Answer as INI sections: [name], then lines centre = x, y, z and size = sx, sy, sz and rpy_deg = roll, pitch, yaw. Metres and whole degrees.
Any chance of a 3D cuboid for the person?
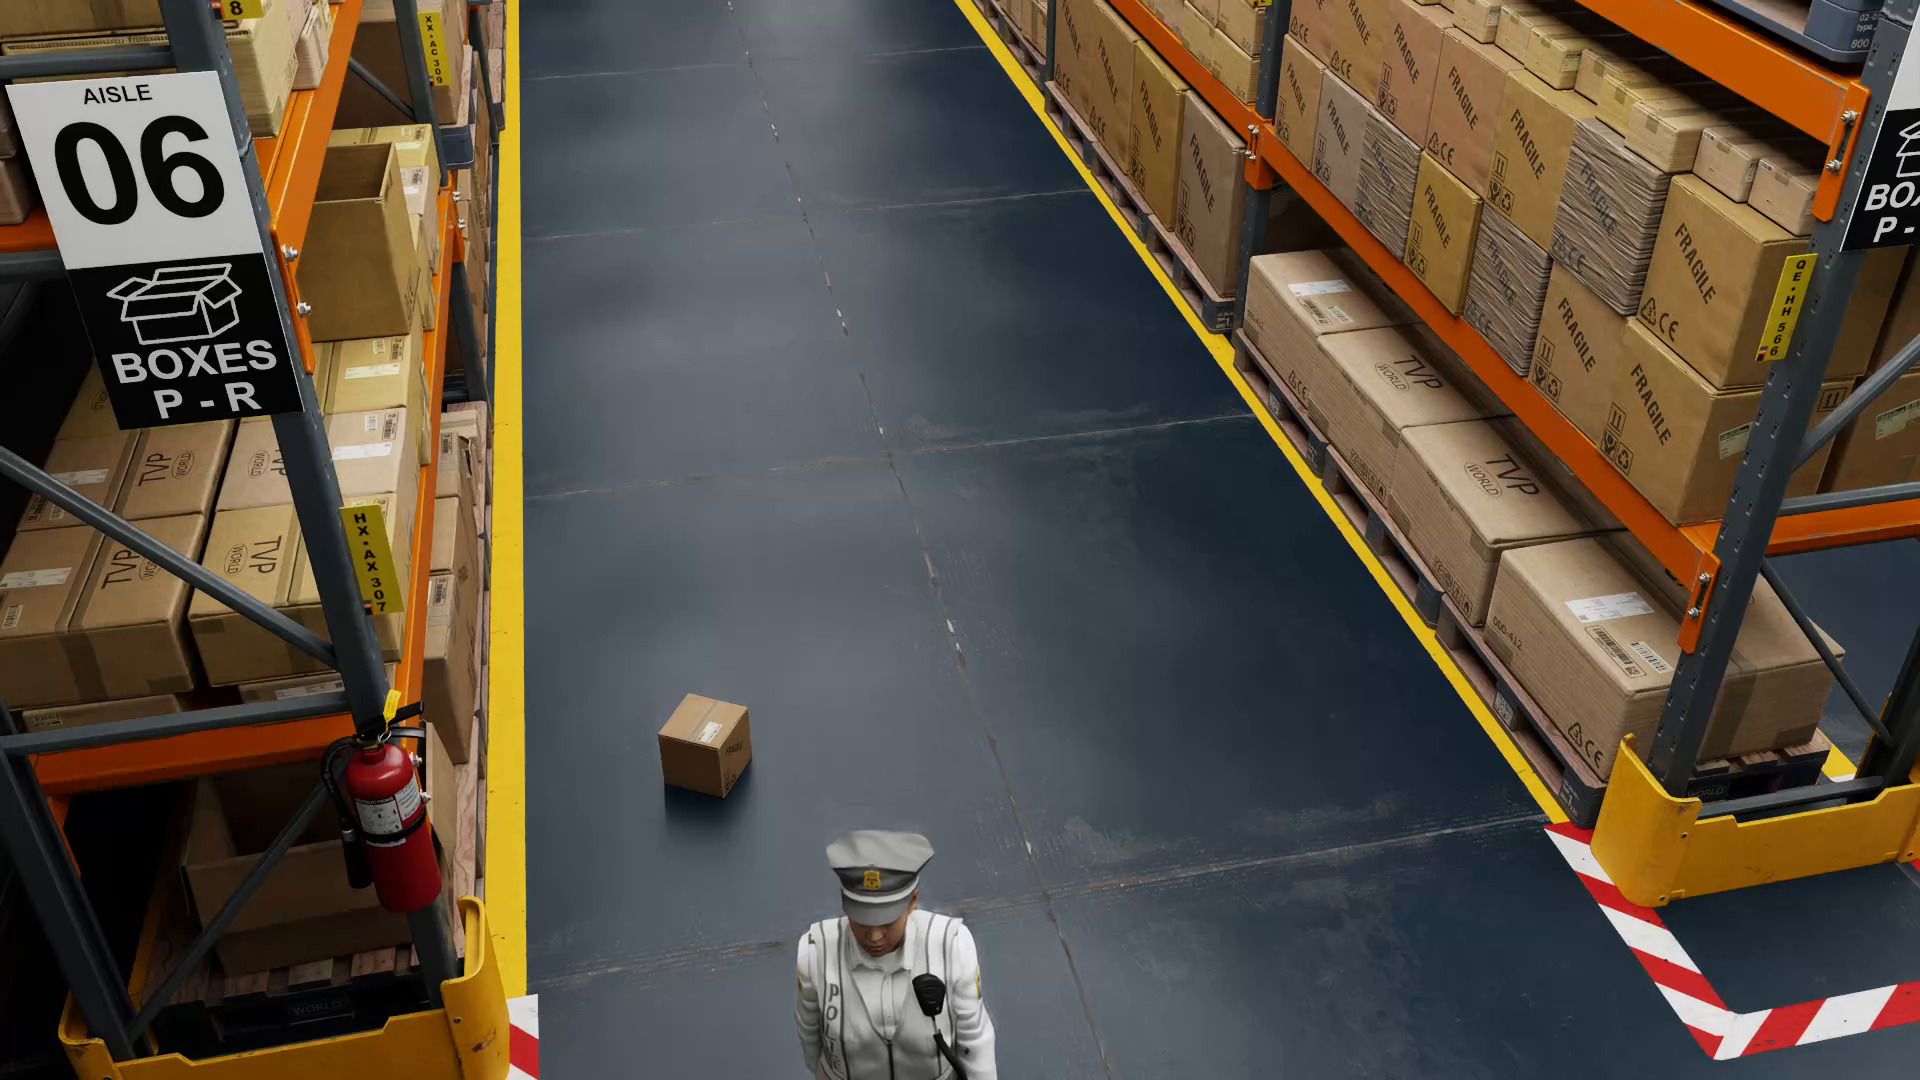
[person]
centre = -0.161, 1.336, 4.153
size = 0.484, 1.647, 0.872
rpy_deg = -3, 35, -5
